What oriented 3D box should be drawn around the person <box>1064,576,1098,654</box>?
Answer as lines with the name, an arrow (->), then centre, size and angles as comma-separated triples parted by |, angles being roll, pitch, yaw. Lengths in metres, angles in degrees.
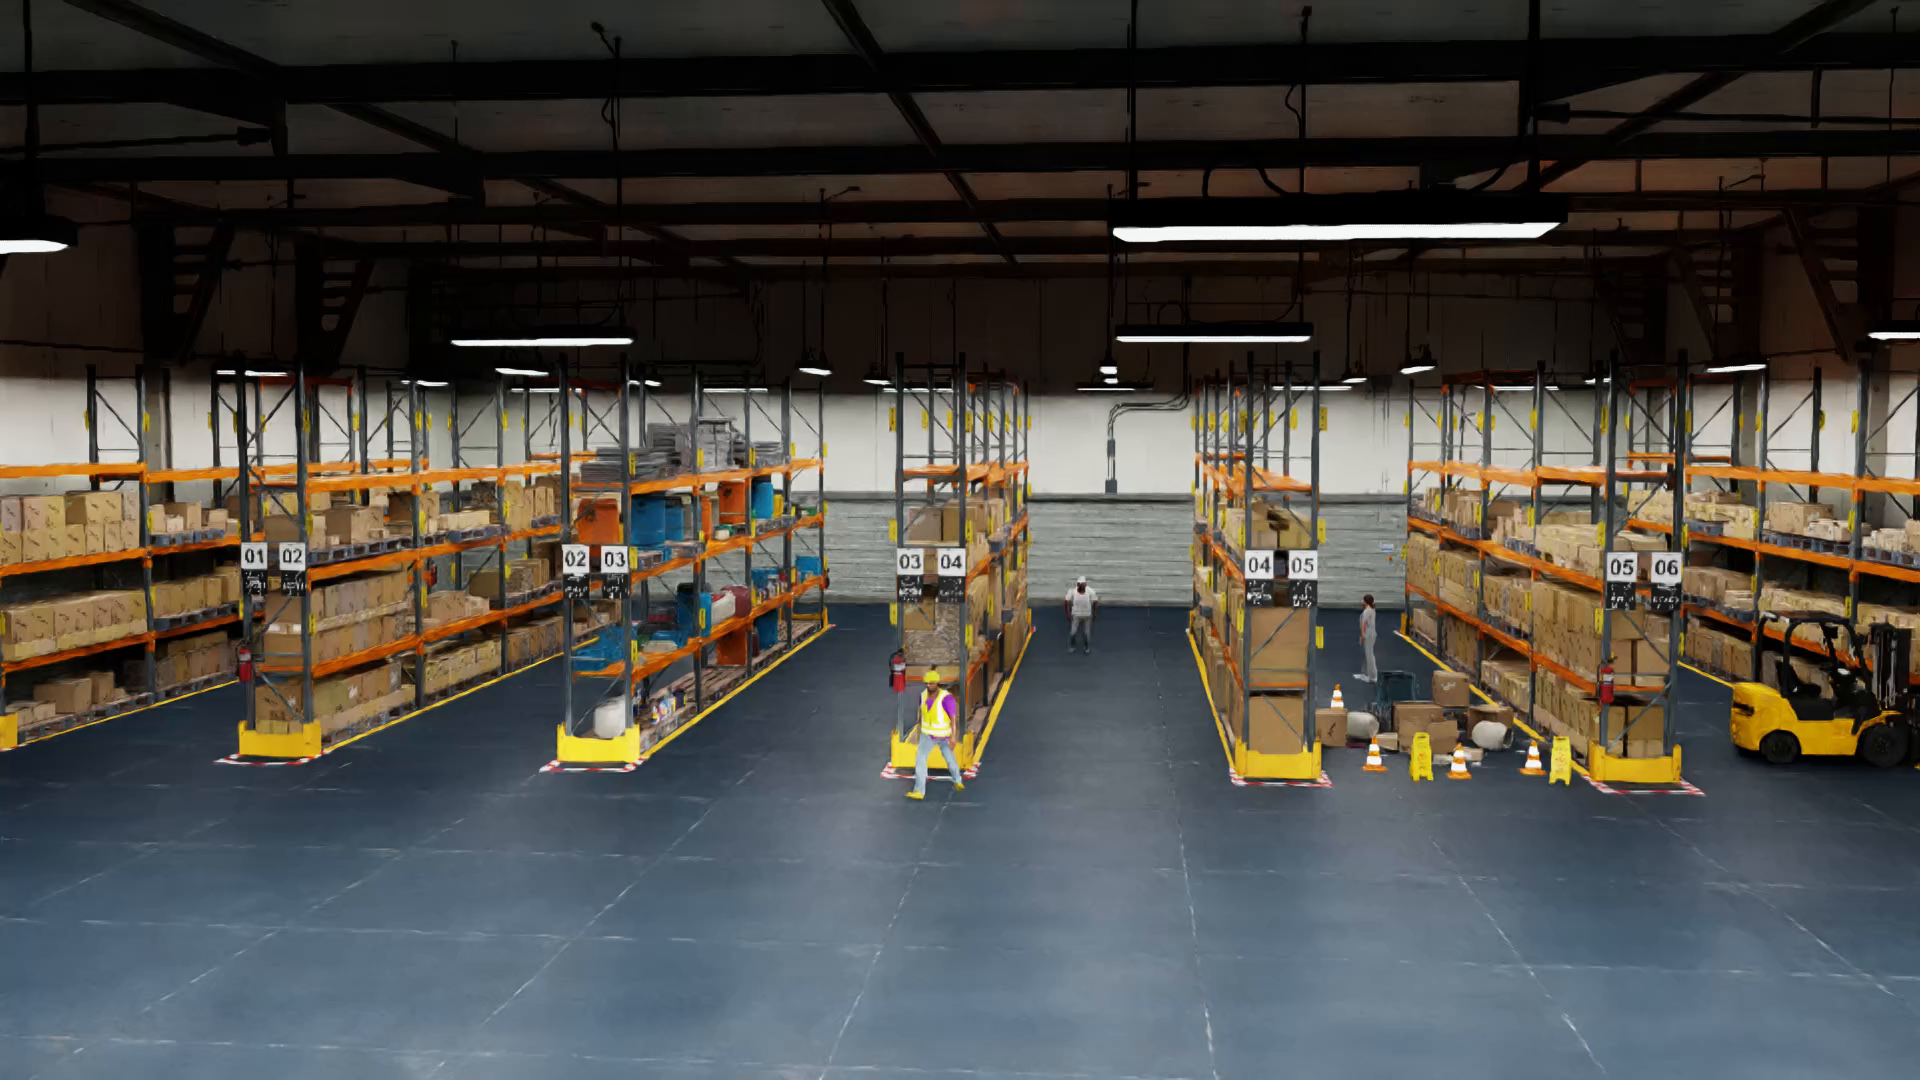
person -> 2.603, 1.614, 35.758 | 0.719, 1.714, 0.578 | 0, 4, 4

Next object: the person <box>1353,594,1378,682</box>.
person -> 7.860, 1.874, 32.136 | 0.544, 1.668, 0.521 | 3, 5, 33

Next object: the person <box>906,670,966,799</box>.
person -> -0.307, 2.578, 22.204 | 0.617, 1.715, 0.967 | 2, 5, 27

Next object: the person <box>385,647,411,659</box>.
person -> -11.865, 1.696, 35.132 | 0.458, 1.612, 1.019 | 0, 4, 5
